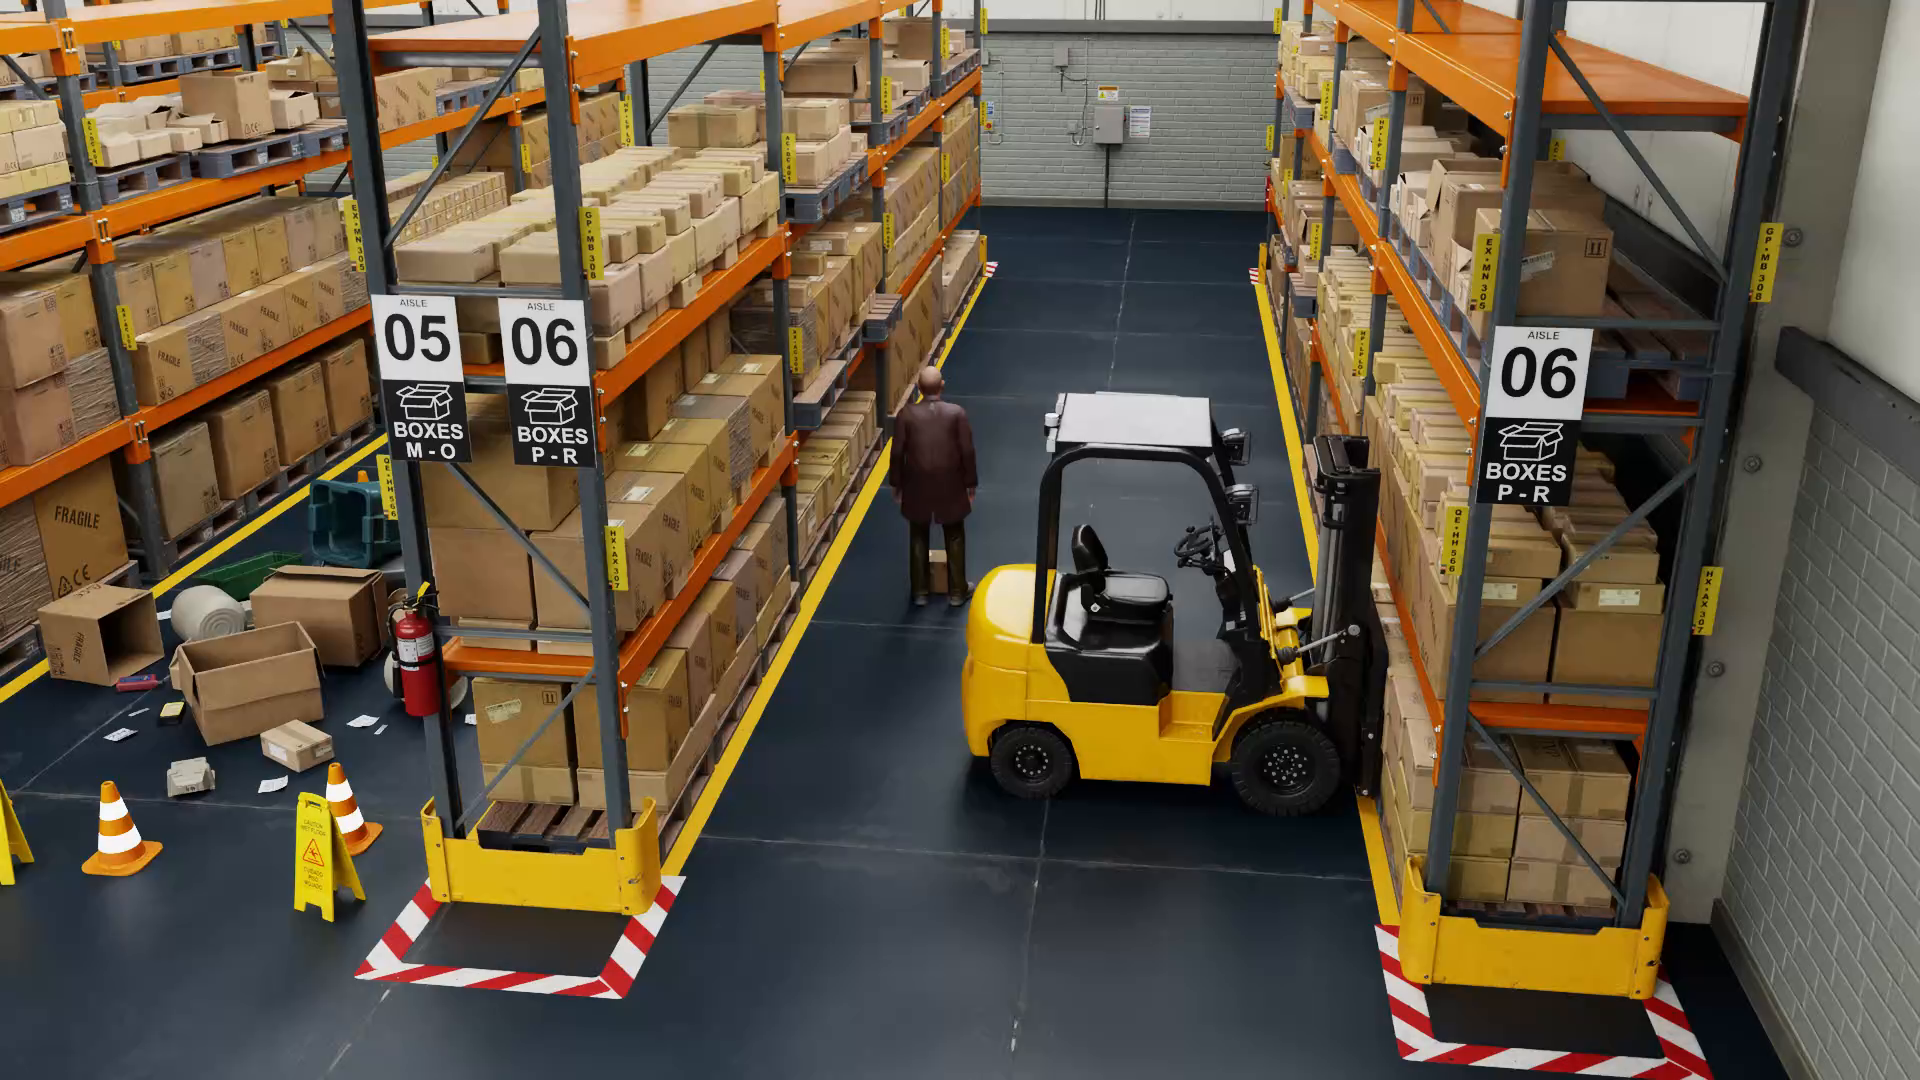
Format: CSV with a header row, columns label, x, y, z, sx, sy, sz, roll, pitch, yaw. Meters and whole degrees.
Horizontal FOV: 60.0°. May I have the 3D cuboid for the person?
label,x,y,z,sx,sy,sz,roll,pitch,yaw
person,-0.194,-0.391,12.127,0.656,1.774,0.421,1,21,3
